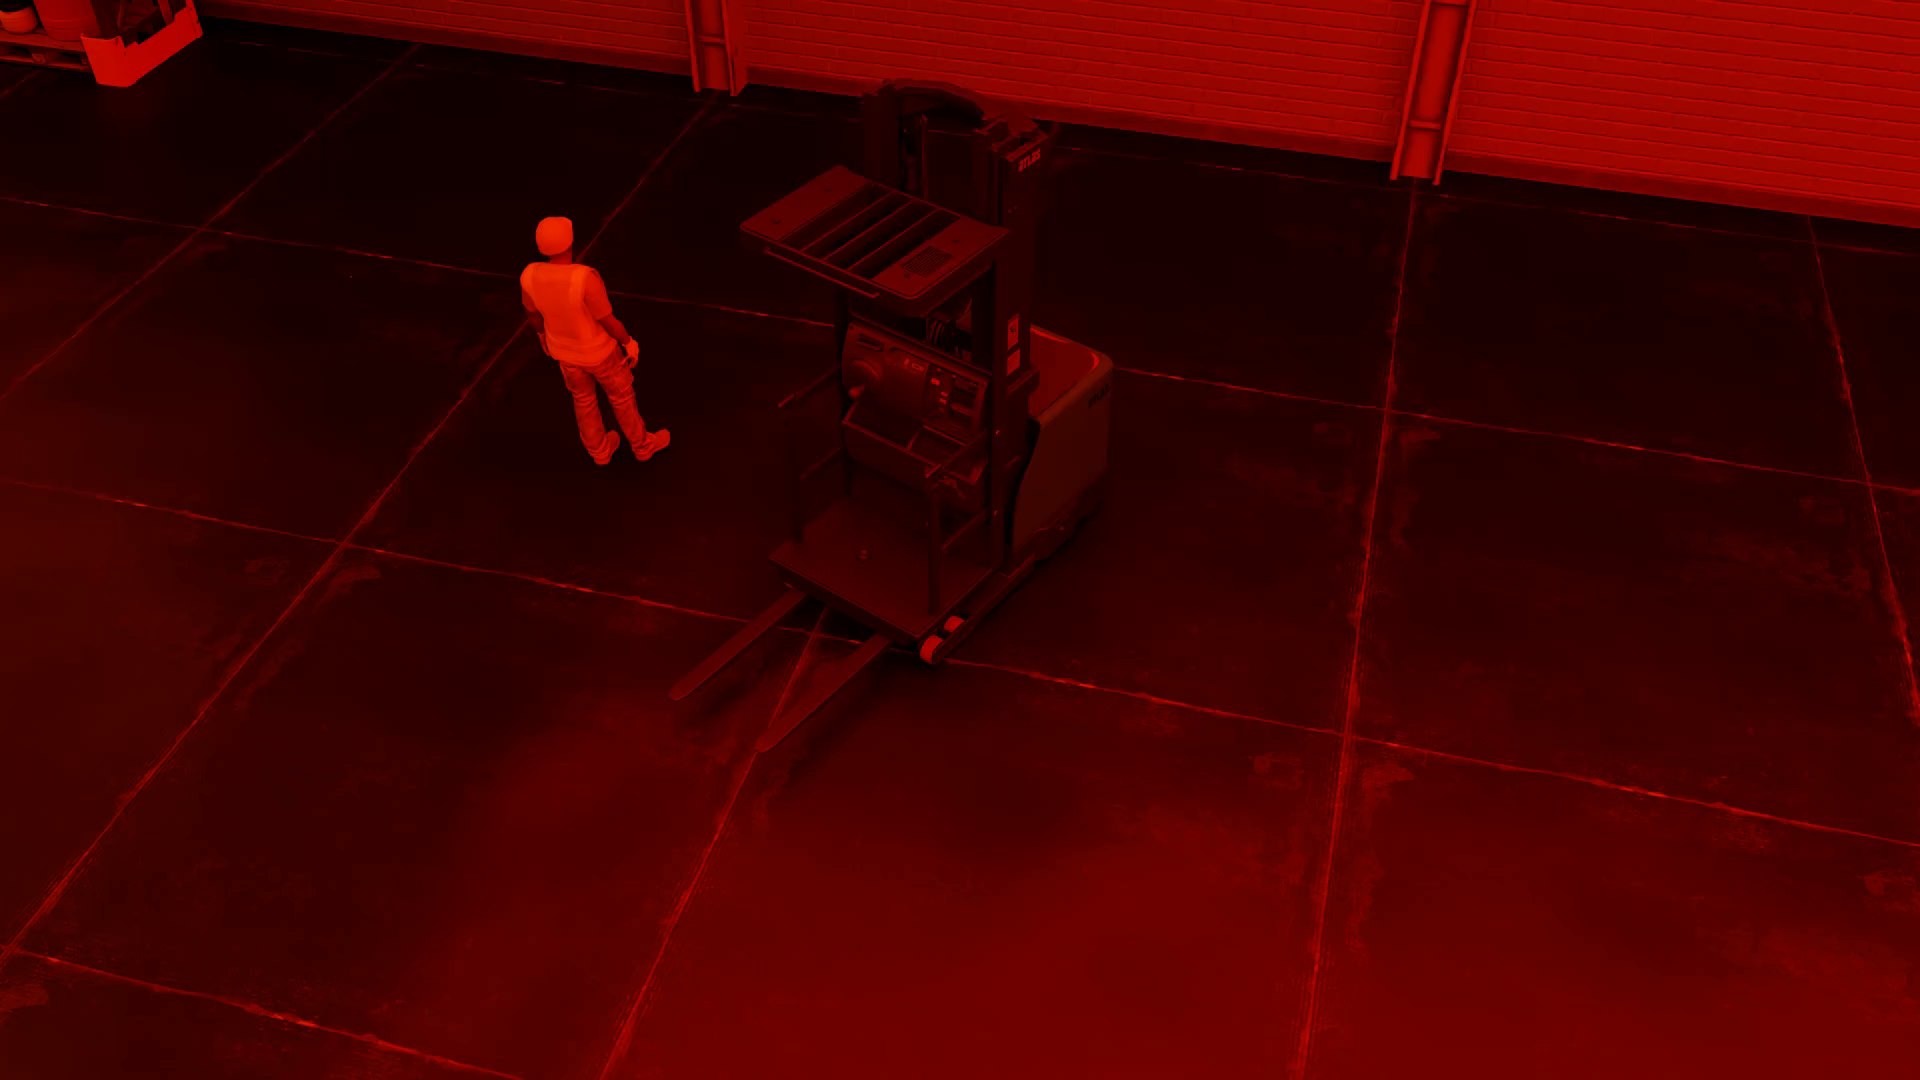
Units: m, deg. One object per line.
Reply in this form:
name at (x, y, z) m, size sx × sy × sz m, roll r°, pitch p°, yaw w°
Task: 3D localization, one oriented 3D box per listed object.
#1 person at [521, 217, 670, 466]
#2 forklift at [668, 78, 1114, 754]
person at (-2.246, -1.224, 10.118) m, size 0.656 × 1.781 × 0.579 m, roll 12°, pitch 43°, yaw 14°
forklift at (-0.375, -0.773, 8.743) m, size 1.130 × 2.935 × 3.031 m, roll 26°, pitch 48°, yaw 27°
